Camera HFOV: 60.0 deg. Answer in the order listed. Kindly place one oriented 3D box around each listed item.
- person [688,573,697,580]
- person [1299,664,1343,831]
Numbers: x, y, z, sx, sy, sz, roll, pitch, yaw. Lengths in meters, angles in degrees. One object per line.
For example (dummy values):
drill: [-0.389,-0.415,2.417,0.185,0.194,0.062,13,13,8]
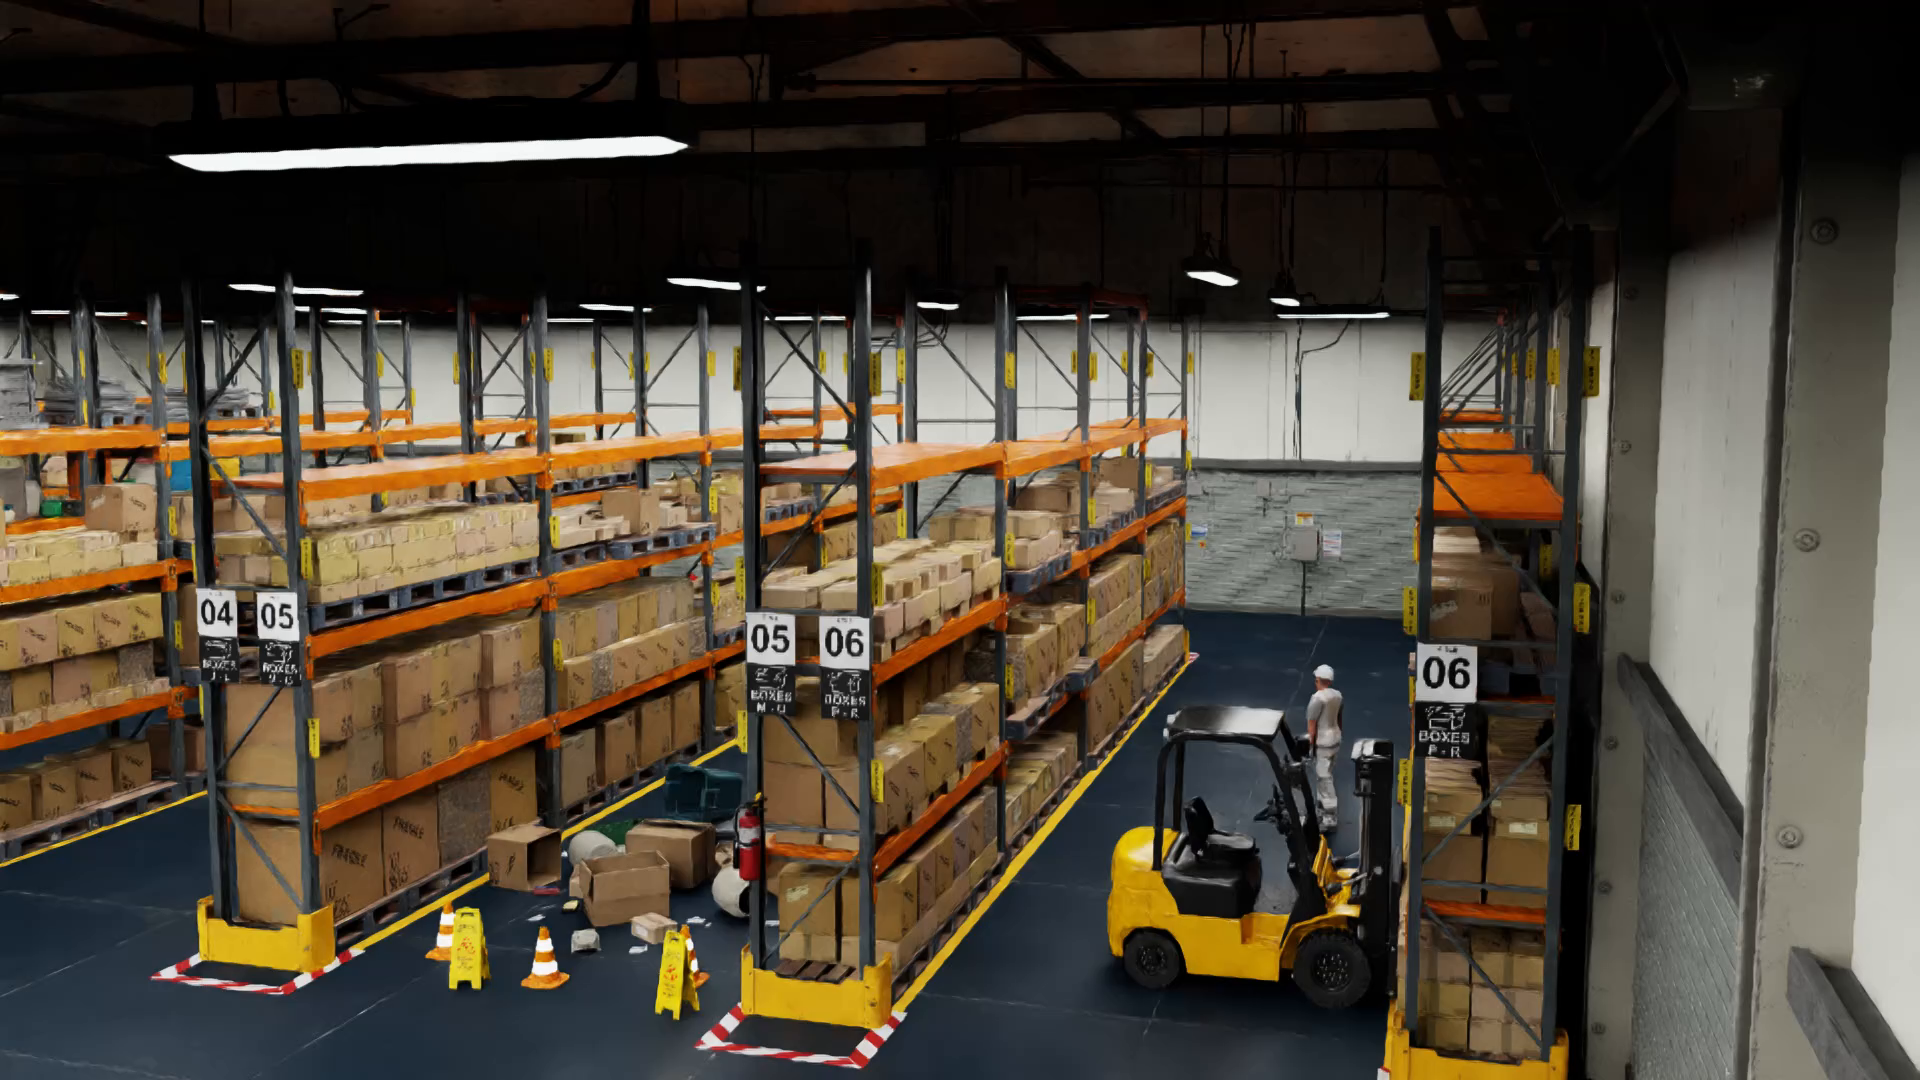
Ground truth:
person: [-4.207,1.367,26.321,0.677,1.742,0.552,2,7,15]
person: [3.938,2.235,18.166,0.571,1.786,0.648,5,8,38]
